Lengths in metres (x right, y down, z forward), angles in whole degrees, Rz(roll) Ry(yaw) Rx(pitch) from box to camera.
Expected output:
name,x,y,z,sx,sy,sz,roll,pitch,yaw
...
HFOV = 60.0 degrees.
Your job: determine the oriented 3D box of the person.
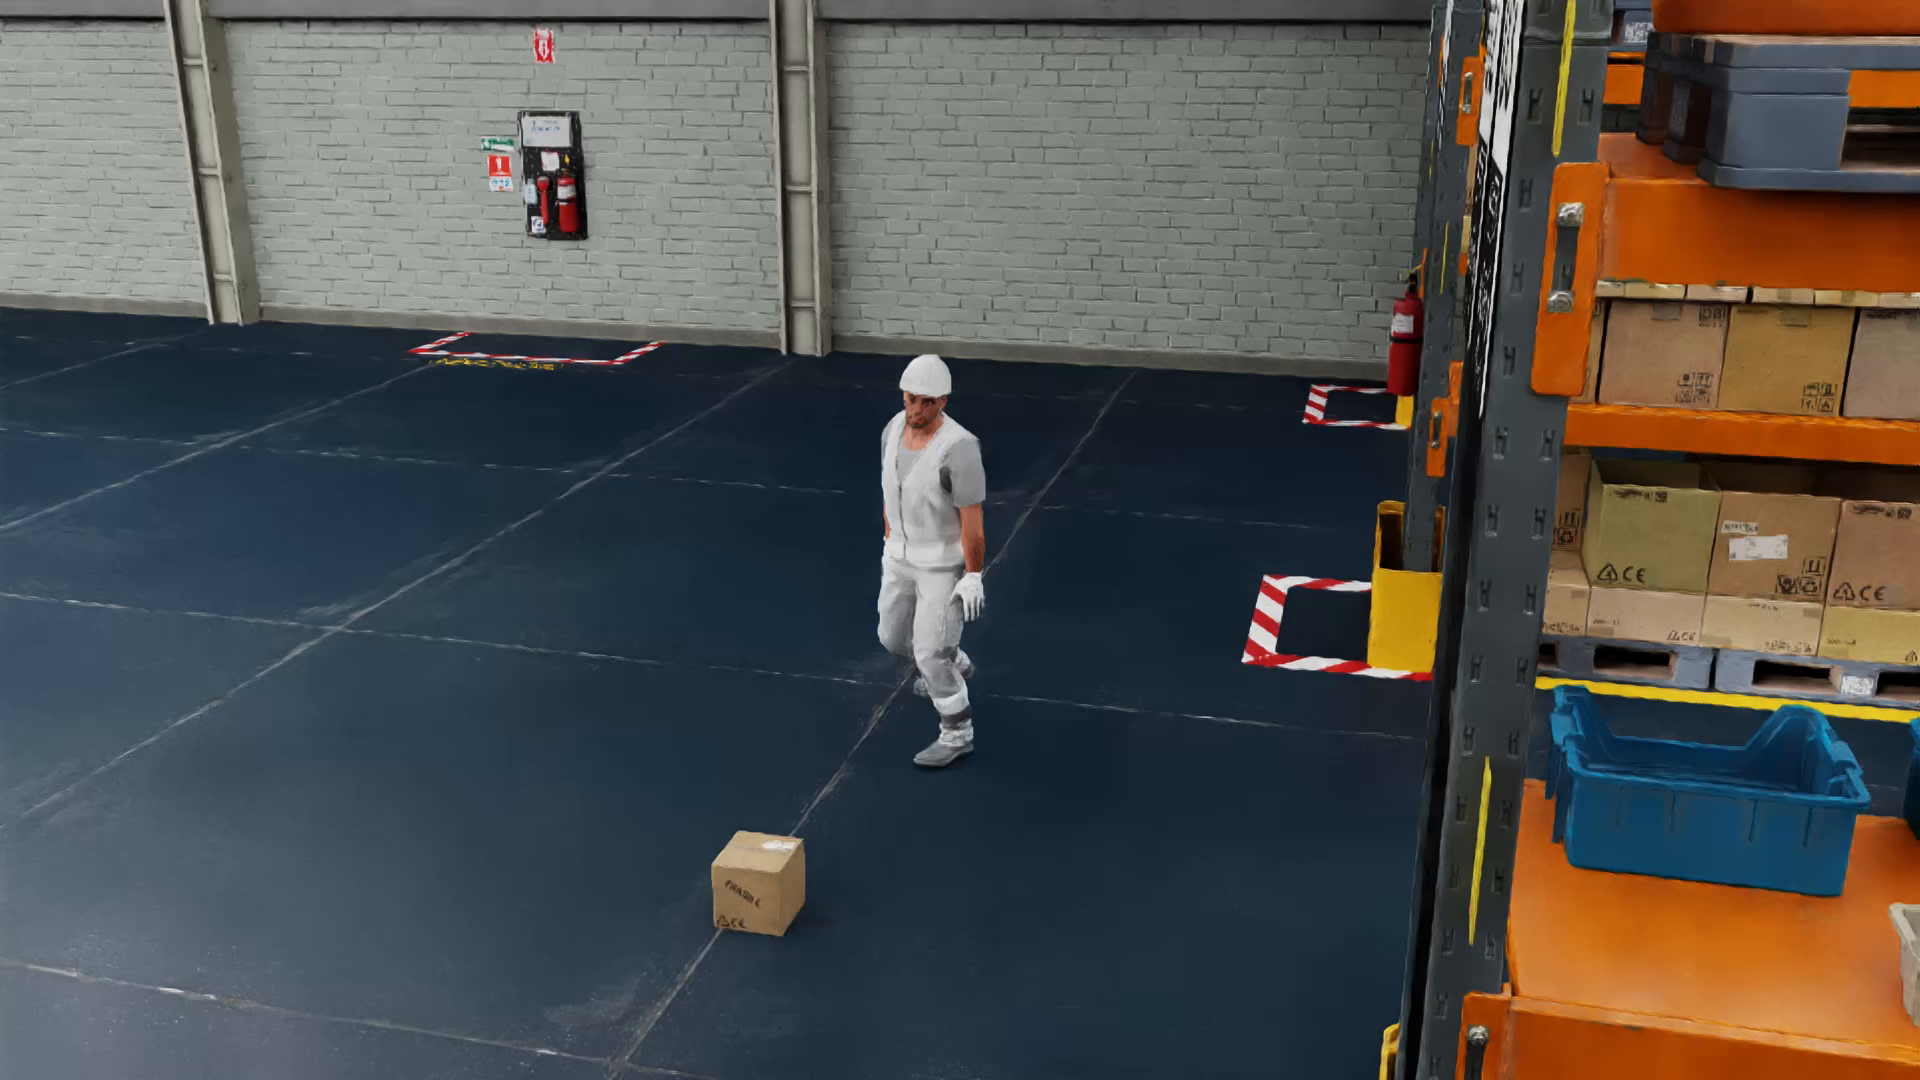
name,x,y,z,sx,sy,sz,roll,pitch,yaw
person,-0.077,0.042,6.931,0.649,1.741,0.692,-15,23,-39
